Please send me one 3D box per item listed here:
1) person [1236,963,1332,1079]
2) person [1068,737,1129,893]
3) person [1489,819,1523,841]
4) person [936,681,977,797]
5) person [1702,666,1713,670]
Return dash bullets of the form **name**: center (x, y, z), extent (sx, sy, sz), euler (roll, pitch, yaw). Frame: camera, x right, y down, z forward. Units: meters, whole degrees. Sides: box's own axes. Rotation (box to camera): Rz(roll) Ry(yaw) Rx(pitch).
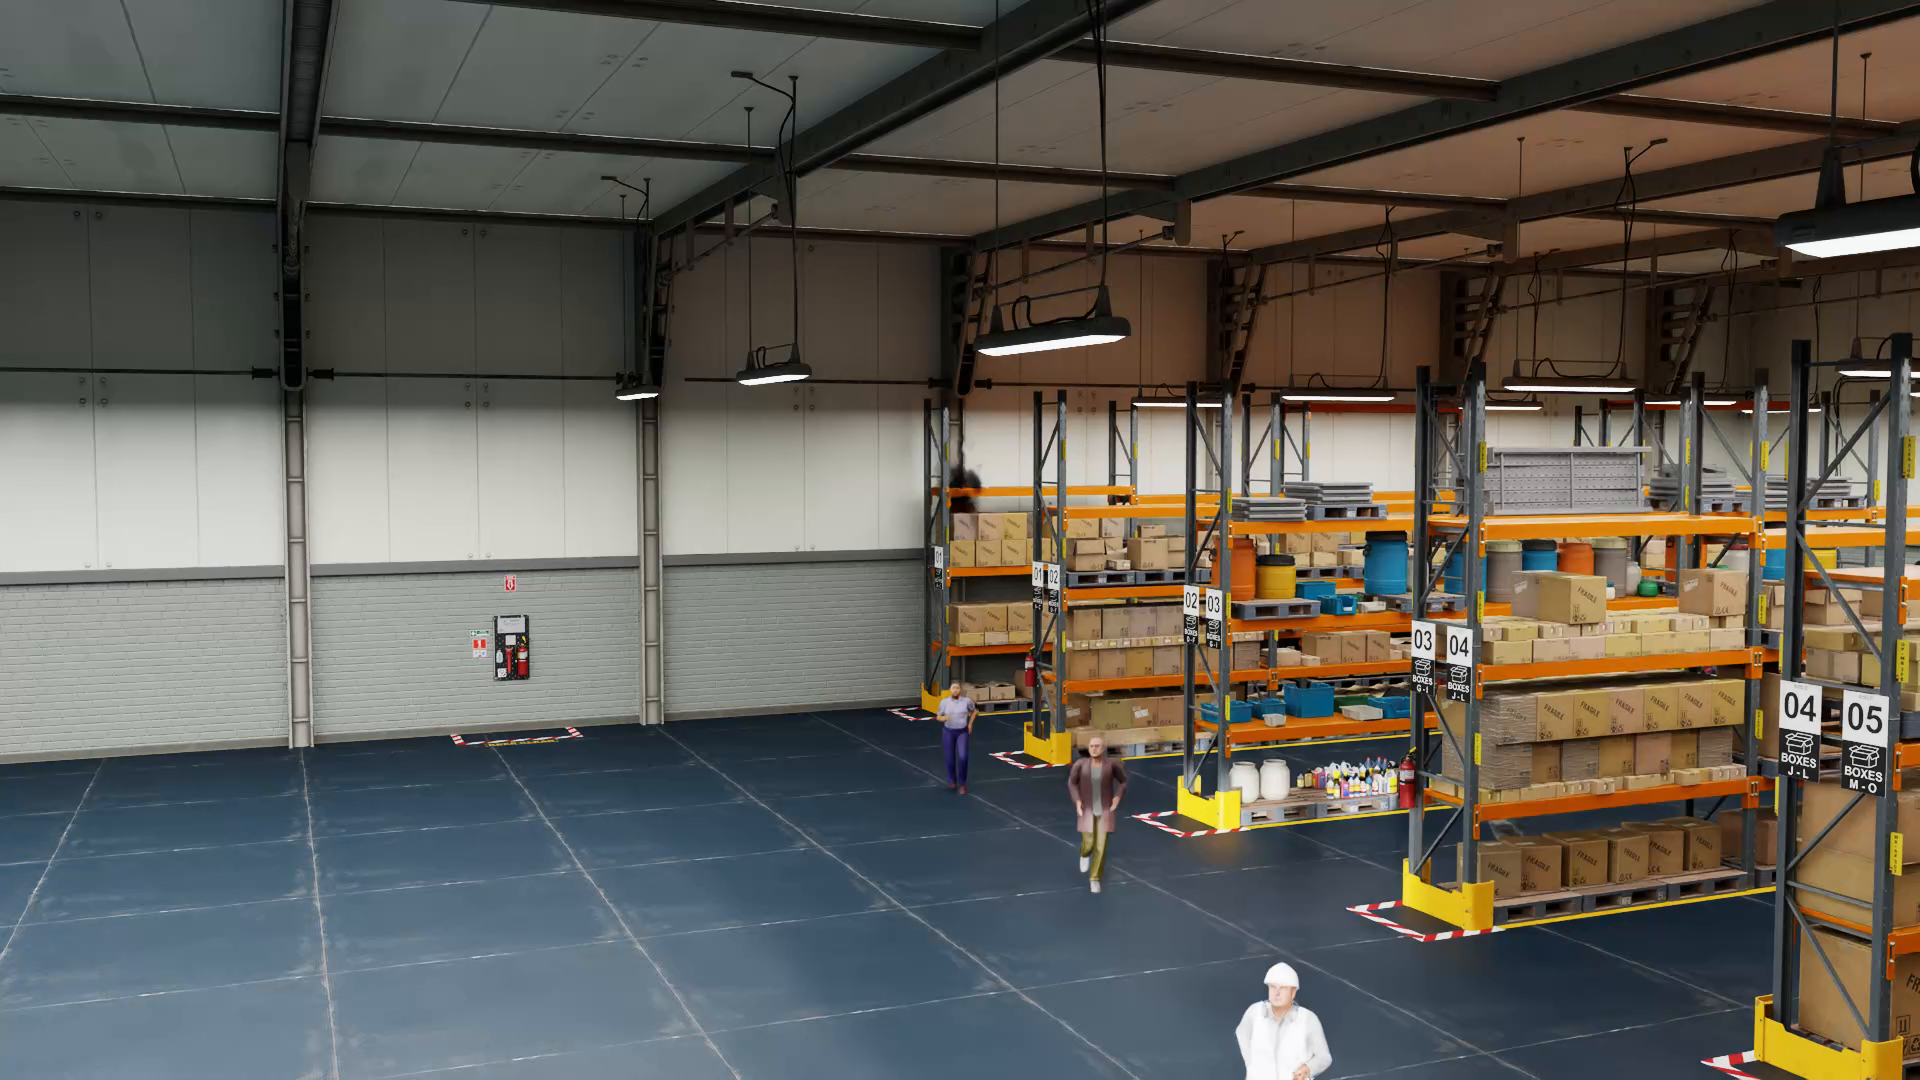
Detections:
- **person**: center (2.101, 3.653, 10.850), extent (0.631, 1.788, 0.704), euler (1, 3, 13)
- **person**: center (1.610, 3.160, 19.386), extent (0.712, 1.760, 0.744), euler (0, 3, 8)
- **person**: center (6.702, 3.122, 20.597), extent (0.539, 1.651, 0.592), euler (-2, 4, -31)
- **person**: center (-0.055, 2.925, 24.425), extent (0.583, 1.673, 0.687), euler (0, 3, 2)
- **person**: center (13.481, 2.565, 29.856), extent (0.617, 1.676, 0.658), euler (-2, 4, -30)
